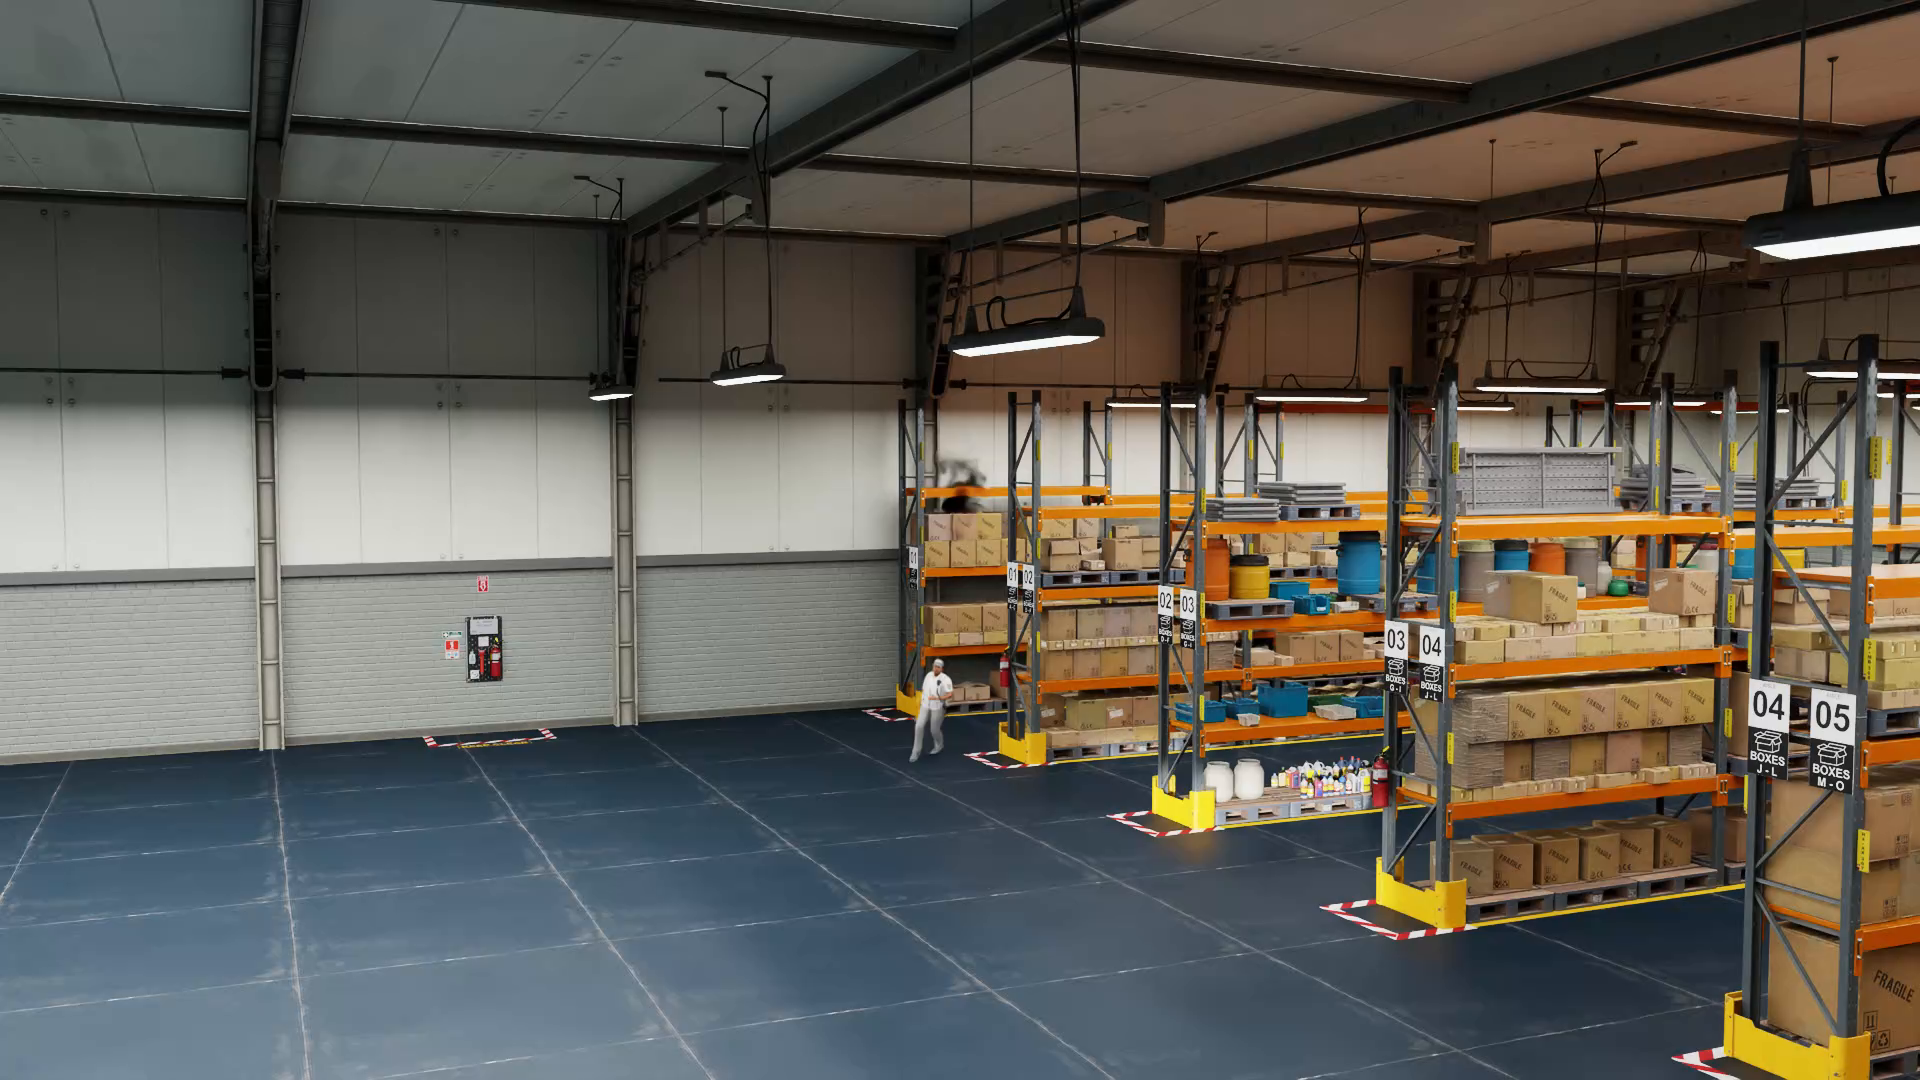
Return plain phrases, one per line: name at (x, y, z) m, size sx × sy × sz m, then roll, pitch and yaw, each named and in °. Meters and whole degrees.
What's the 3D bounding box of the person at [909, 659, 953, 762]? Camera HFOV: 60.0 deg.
person at (-0.404, 2.753, 27.137) m, size 0.635 × 1.650 × 0.890 m, roll 1°, pitch 4°, yaw 24°
